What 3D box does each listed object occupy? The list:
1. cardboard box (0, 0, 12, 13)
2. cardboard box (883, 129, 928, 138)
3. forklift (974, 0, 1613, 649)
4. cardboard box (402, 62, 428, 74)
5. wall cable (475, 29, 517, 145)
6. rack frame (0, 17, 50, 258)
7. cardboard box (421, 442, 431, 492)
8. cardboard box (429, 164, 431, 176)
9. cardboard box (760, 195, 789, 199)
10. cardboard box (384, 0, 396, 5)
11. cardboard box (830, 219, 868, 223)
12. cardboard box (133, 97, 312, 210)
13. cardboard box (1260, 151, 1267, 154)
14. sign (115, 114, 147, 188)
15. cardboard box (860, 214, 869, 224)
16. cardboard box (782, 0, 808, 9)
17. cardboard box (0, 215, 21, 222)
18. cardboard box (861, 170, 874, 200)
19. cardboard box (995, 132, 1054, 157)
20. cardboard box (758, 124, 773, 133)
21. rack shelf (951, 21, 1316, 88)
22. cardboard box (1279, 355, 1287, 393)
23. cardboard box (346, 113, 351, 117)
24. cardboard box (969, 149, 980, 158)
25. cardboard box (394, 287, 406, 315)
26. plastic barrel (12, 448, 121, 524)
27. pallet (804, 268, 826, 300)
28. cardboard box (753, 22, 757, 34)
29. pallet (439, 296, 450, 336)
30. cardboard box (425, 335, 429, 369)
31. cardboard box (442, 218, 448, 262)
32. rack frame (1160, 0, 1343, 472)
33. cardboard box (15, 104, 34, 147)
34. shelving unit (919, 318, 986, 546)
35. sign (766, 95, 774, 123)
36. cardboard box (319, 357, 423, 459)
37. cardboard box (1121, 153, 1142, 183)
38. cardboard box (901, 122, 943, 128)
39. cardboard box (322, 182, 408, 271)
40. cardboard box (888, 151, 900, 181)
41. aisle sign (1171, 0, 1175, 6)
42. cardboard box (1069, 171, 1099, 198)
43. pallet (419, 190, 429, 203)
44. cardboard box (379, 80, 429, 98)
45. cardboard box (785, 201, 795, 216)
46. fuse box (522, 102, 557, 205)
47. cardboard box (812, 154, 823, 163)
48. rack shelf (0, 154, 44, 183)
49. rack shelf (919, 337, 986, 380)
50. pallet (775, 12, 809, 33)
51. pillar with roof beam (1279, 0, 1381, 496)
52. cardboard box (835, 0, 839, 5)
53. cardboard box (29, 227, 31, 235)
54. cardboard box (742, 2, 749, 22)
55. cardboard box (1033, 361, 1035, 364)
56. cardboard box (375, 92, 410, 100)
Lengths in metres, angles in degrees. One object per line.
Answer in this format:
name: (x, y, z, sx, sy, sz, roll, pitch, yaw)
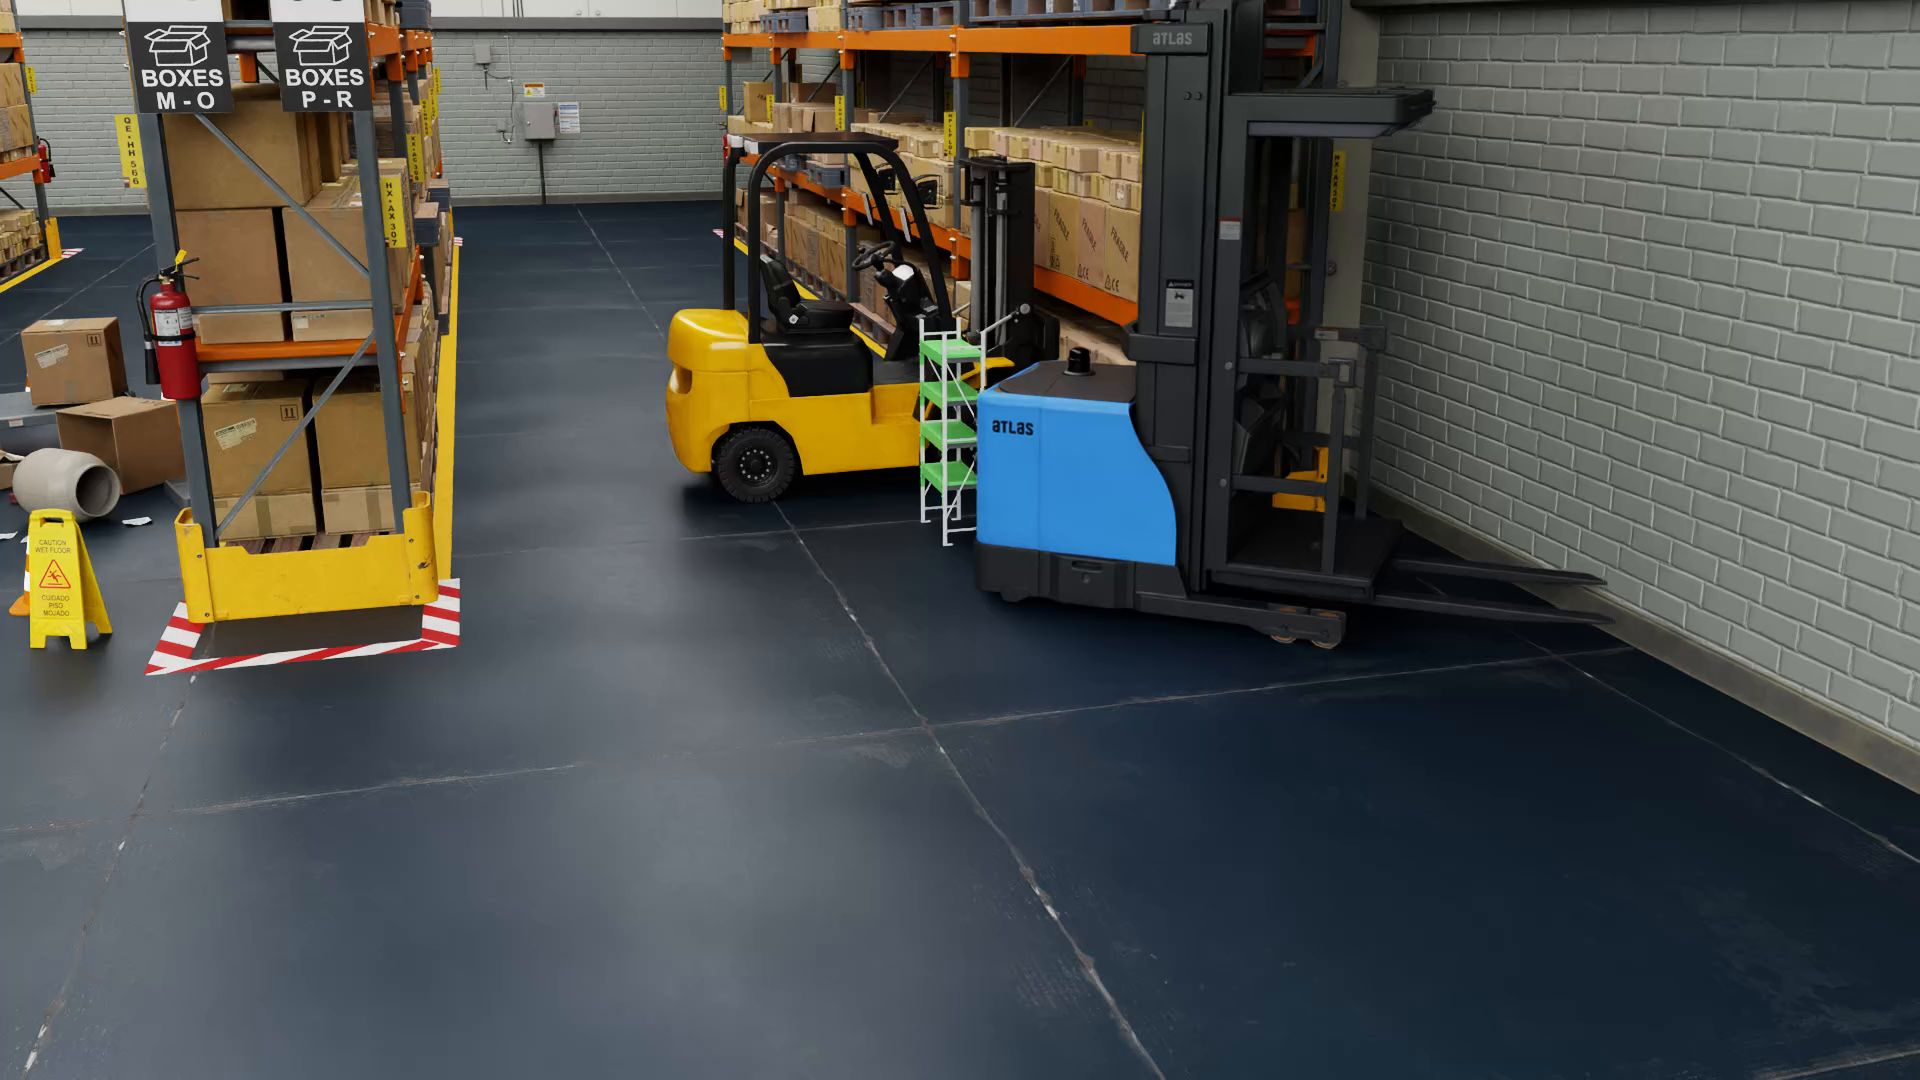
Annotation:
cardboard box: (-11.983, -6.603, 20.396, 0.500, 0.250, 0.500, -5, 18, -17)
cardboard box: (-0.483, -3.597, 14.910, 0.380, 0.149, 0.250, -4, 17, -14)
forklift: (1.639, -1.070, 7.920, 3.031, 2.935, 1.130, 7, 18, 21)
cardboard box: (-7.057, -6.073, 21.416, 0.380, 0.149, 0.250, -4, 17, -14)
wall cable: (-7.834, -7.685, 28.056, 0.588, 1.984, 0.122, -5, 17, -15)
rack frame: (-12.354, -5.106, 21.235, 1.000, 3.000, 0.127, -5, 17, -15)
cardboard box: (-3.314, -0.370, 9.521, 0.500, 0.250, 0.500, -4, 17, -13)
cardboard box: (-5.752, -3.818, 17.209, 0.500, 0.250, 0.500, -5, 17, -15)
cardboard box: (-2.527, -4.352, 22.342, 0.500, 0.500, 0.500, -4, 17, -14)
cardboard box: (-3.944, -3.612, 10.791, 0.500, 0.250, 0.500, -5, 17, -16)
cardboard box: (-1.195, -3.363, 17.921, 0.380, 0.149, 0.250, -4, 17, -14)
cardboard box: (-3.576, -1.893, 8.110, 0.700, 0.500, 0.500, -5, 17, -17)
cardboard box: (1.646, -2.182, 9.684, 0.380, 0.149, 0.250, -4, 17, -13)
sign: (-3.764, -1.767, 7.558, 0.100, 0.325, 0.005, -5, 17, -15)
cardboard box: (-0.903, -3.543, 18.519, 0.380, 0.149, 0.250, -5, 17, -15)
cardboard box: (-1.769, -5.981, 18.468, 0.380, 0.149, 0.250, -5, 17, -16)
cardboard box: (-11.748, -3.888, 20.372, 0.380, 0.149, 0.250, -5, 18, -17)
cardboard box: (-0.632, -3.352, 15.659, 0.500, 0.250, 0.500, -5, 17, -16)
cardboard box: (0.459, -2.774, 11.655, 0.380, 0.149, 0.250, -4, 17, -14)
cardboard box: (-2.278, -5.142, 21.099, 0.500, 0.250, 0.500, -5, 17, -15)
rack shelf: (0.997, -3.138, 10.721, 1.077, 0.370, 4.000, -5, 17, -15)
cardboard box: (1.596, -1.004, 9.891, 0.500, 0.250, 0.500, -5, 17, -16)
cardboard box: (-5.090, -3.132, 13.244, 0.500, 0.500, 0.500, -5, 18, -17)
cardboard box: (0.282, -2.849, 12.421, 0.380, 0.149, 0.250, -5, 17, -16)
cardboard box: (-3.223, -1.312, 9.041, 0.380, 0.149, 0.250, -4, 17, -14)
plastic barrel: (-5.249, -0.317, 9.772, 0.512, 0.421, 0.421, 7, 18, 23)
pallet: (-1.153, -2.916, 18.794, 1.003, 0.211, 1.213, -5, 17, -15)
cardboard box: (-2.448, -6.561, 21.303, 0.380, 0.149, 0.250, -5, 17, -15)
pallet: (-5.568, -2.201, 16.412, 1.003, 0.211, 1.213, -5, 17, -15)
cardboard box: (-4.471, -1.293, 12.381, 0.950, 0.372, 0.625, -4, 17, -15)
cardboard box: (-6.592, -3.575, 19.863, 0.875, 0.438, 0.875, -5, 17, -16)
rack frame: (1.546, -1.493, 9.208, 1.000, 3.000, 0.127, -5, 17, -15)
cardboard box: (-11.983, -5.192, 20.832, 0.500, 0.500, 0.500, -4, 17, -14)
shelving unit: (-0.046, -0.620, 9.432, 0.258, 1.200, 0.503, -5, 17, -15)
sign: (-2.271, -5.182, 19.983, 0.100, 0.325, 0.005, -5, 17, -15)
cardboard box: (-3.336, -0.739, 9.443, 0.500, 0.500, 0.500, -5, 18, -17)
cardboard box: (1.148, -2.142, 9.551, 0.380, 0.149, 0.250, -5, 17, -15)
cardboard box: (-0.368, -3.990, 16.221, 0.380, 0.149, 0.250, -4, 17, -13)
cardboard box: (-3.375, -1.726, 9.295, 0.500, 0.500, 0.500, -5, 17, -16)
cardboard box: (-0.338, -3.307, 14.639, 0.500, 0.250, 0.500, -4, 17, -14)
aisle sign: (1.282, -2.696, 8.696, 0.394, 0.787, 0.004, -5, 17, -15)
cardboard box: (0.894, -2.210, 10.293, 0.380, 0.149, 0.250, -5, 18, -17)
pallet: (-4.840, -2.676, 13.480, 1.003, 0.211, 1.213, -5, 17, -15)
cardboard box: (-6.159, -4.842, 18.444, 0.500, 0.500, 0.500, -4, 17, -13)
cardboard box: (-1.909, -4.006, 20.063, 0.380, 0.149, 0.250, -4, 17, -13)
fuse box: (-7.135, -6.592, 28.422, 0.539, 1.711, 0.414, -5, 17, -15)
cardboard box: (-1.253, -4.101, 17.422, 0.500, 0.250, 0.500, -6, 18, -18)
rack shelf: (-11.804, -4.208, 19.497, 1.077, 0.370, 4.000, -5, 17, -15)
rack shelf: (-0.046, -1.019, 9.312, 0.258, 0.148, 0.480, -5, 17, -15)
pallet: (-1.352, -5.686, 18.280, 1.213, 0.211, 1.003, -5, 17, -15)
pillar with roof beam: (-1.918, -4.289, 8.090, 9.100, 9.000, 0.400, -5, 17, -15)
cardboard box: (-1.034, -5.414, 16.614, 0.380, 0.149, 0.250, -5, 17, -17)
cardboard box: (-11.915, -3.884, 20.877, 0.380, 0.149, 0.250, -5, 17, -17)
cardboard box: (-2.539, -6.859, 21.601, 0.500, 0.250, 0.500, -5, 17, -16)
cardboard box: (0.688, -1.146, 11.233, 0.500, 0.250, 0.500, -5, 17, -15)
cardboard box: (-4.703, -3.584, 13.621, 0.380, 0.149, 0.250, -6, 18, -18)
